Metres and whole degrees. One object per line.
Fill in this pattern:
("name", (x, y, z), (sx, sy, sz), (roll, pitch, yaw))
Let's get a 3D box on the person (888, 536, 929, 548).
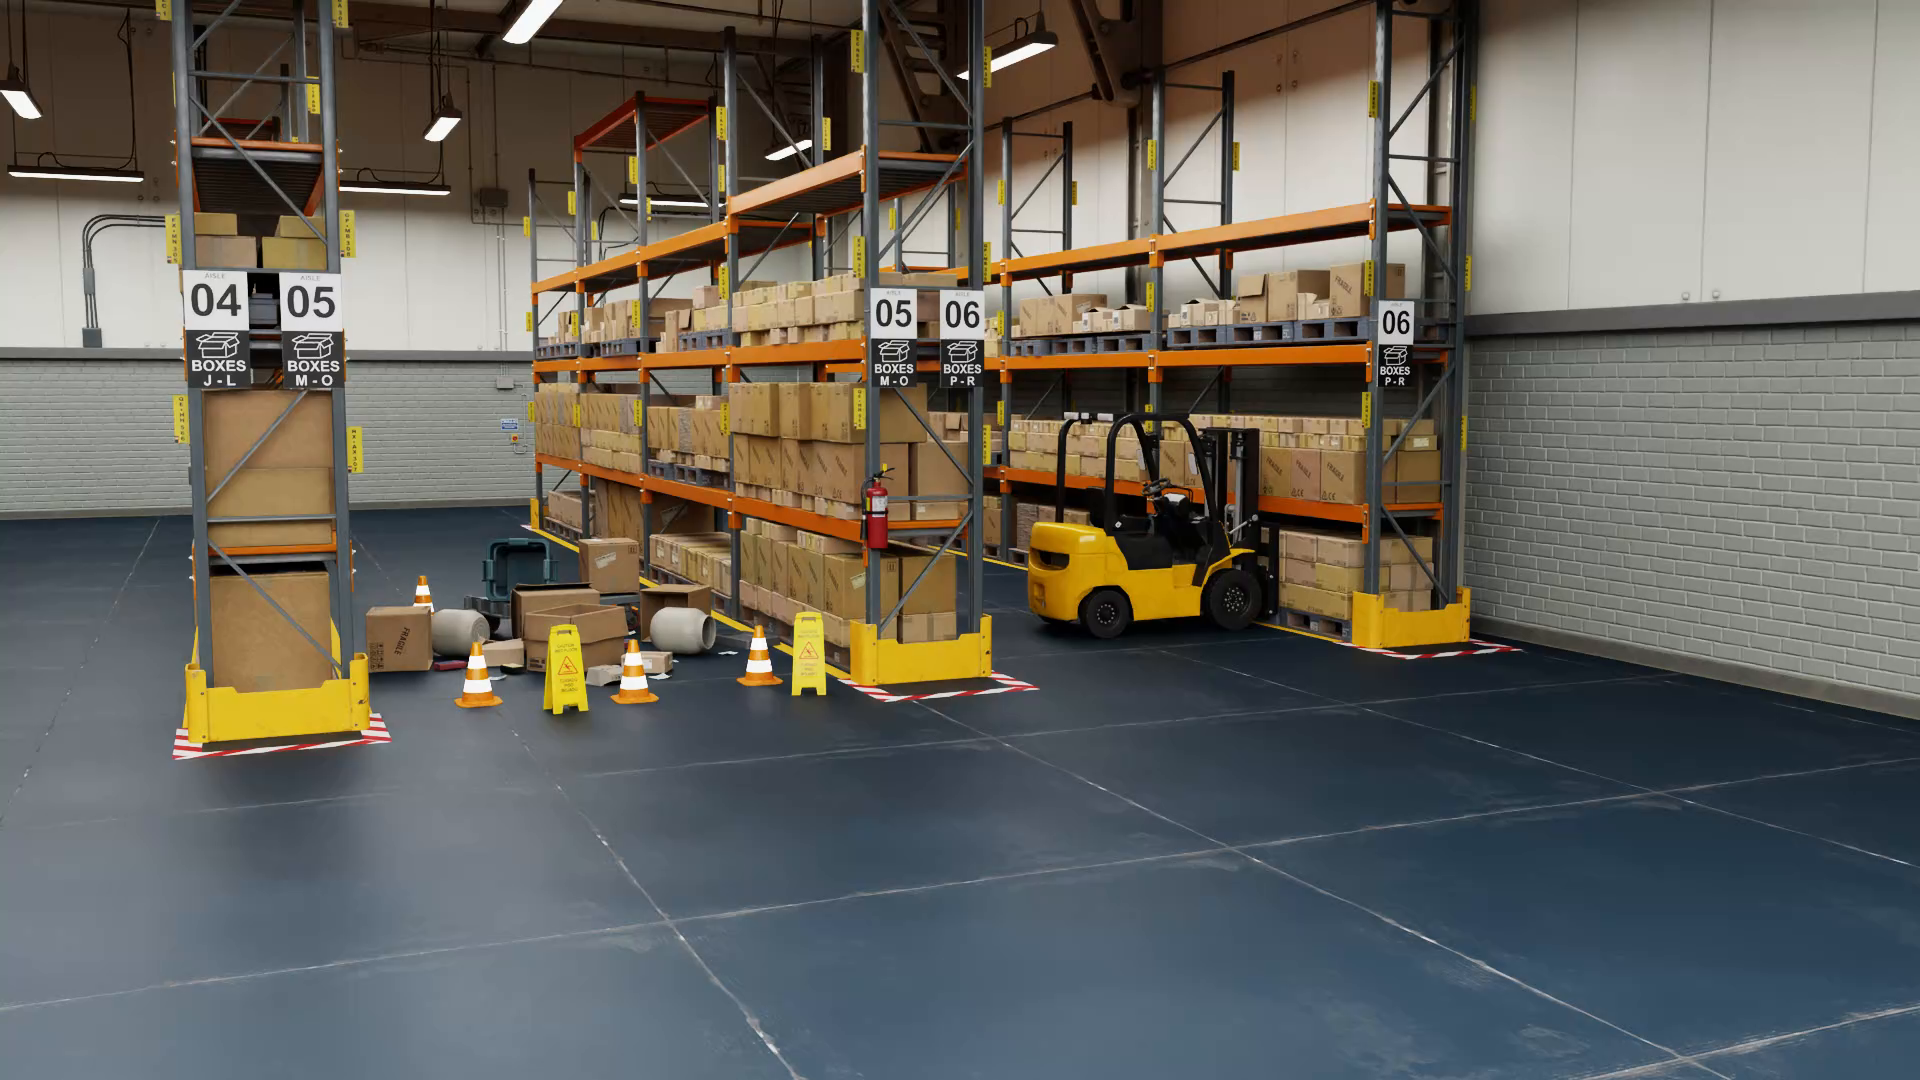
("person", (-0.602, -0.113, 18.084), (0.559, 1.740, 0.578), (-3, 6, -32))
